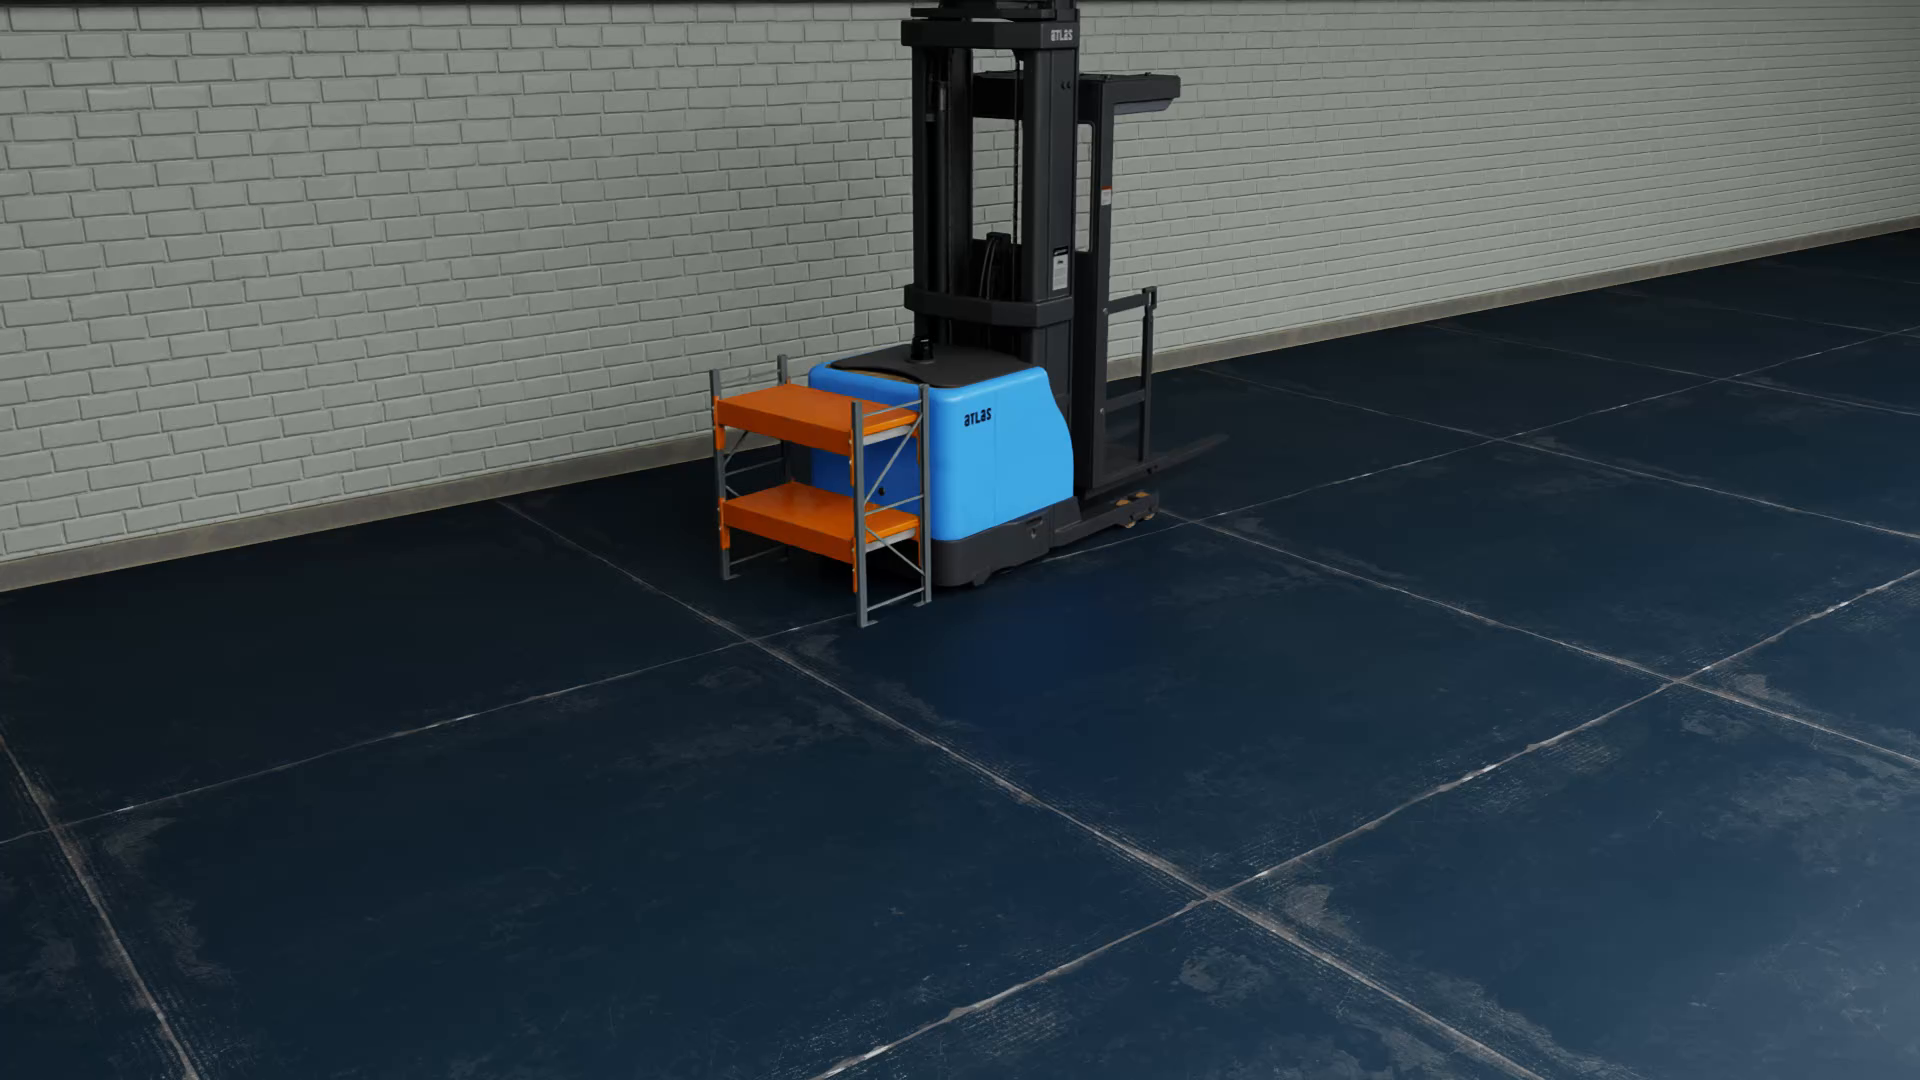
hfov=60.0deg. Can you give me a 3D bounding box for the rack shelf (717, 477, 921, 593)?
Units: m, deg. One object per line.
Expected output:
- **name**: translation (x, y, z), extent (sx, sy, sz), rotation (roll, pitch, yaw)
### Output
- **rack shelf**: translation (-0.702, -0.041, 8.470), extent (1.000, 0.278, 0.538), rotation (16, 24, 39)

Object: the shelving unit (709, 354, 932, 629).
- **shelving unit**: translation (-0.703, -0.273, 8.392), extent (1.048, 1.125, 0.538), rotation (16, 24, 39)

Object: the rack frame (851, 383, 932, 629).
- **rack frame**: translation (-0.326, -0.166, 8.069), extent (0.032, 1.125, 0.500), rotation (16, 24, 39)

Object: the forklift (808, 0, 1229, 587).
- **forklift**: translation (0.511, -1.545, 9.366), extent (1.130, 2.935, 3.031), rotation (14, 23, 37)

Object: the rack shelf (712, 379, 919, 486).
- **rack shelf**: translation (-0.705, -0.551, 8.298), extent (1.000, 0.278, 0.538), rotation (16, 24, 39)

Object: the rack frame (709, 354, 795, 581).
- **rack frame**: translation (-1.081, -0.380, 8.714), extent (0.032, 1.125, 0.500), rotation (16, 24, 39)
